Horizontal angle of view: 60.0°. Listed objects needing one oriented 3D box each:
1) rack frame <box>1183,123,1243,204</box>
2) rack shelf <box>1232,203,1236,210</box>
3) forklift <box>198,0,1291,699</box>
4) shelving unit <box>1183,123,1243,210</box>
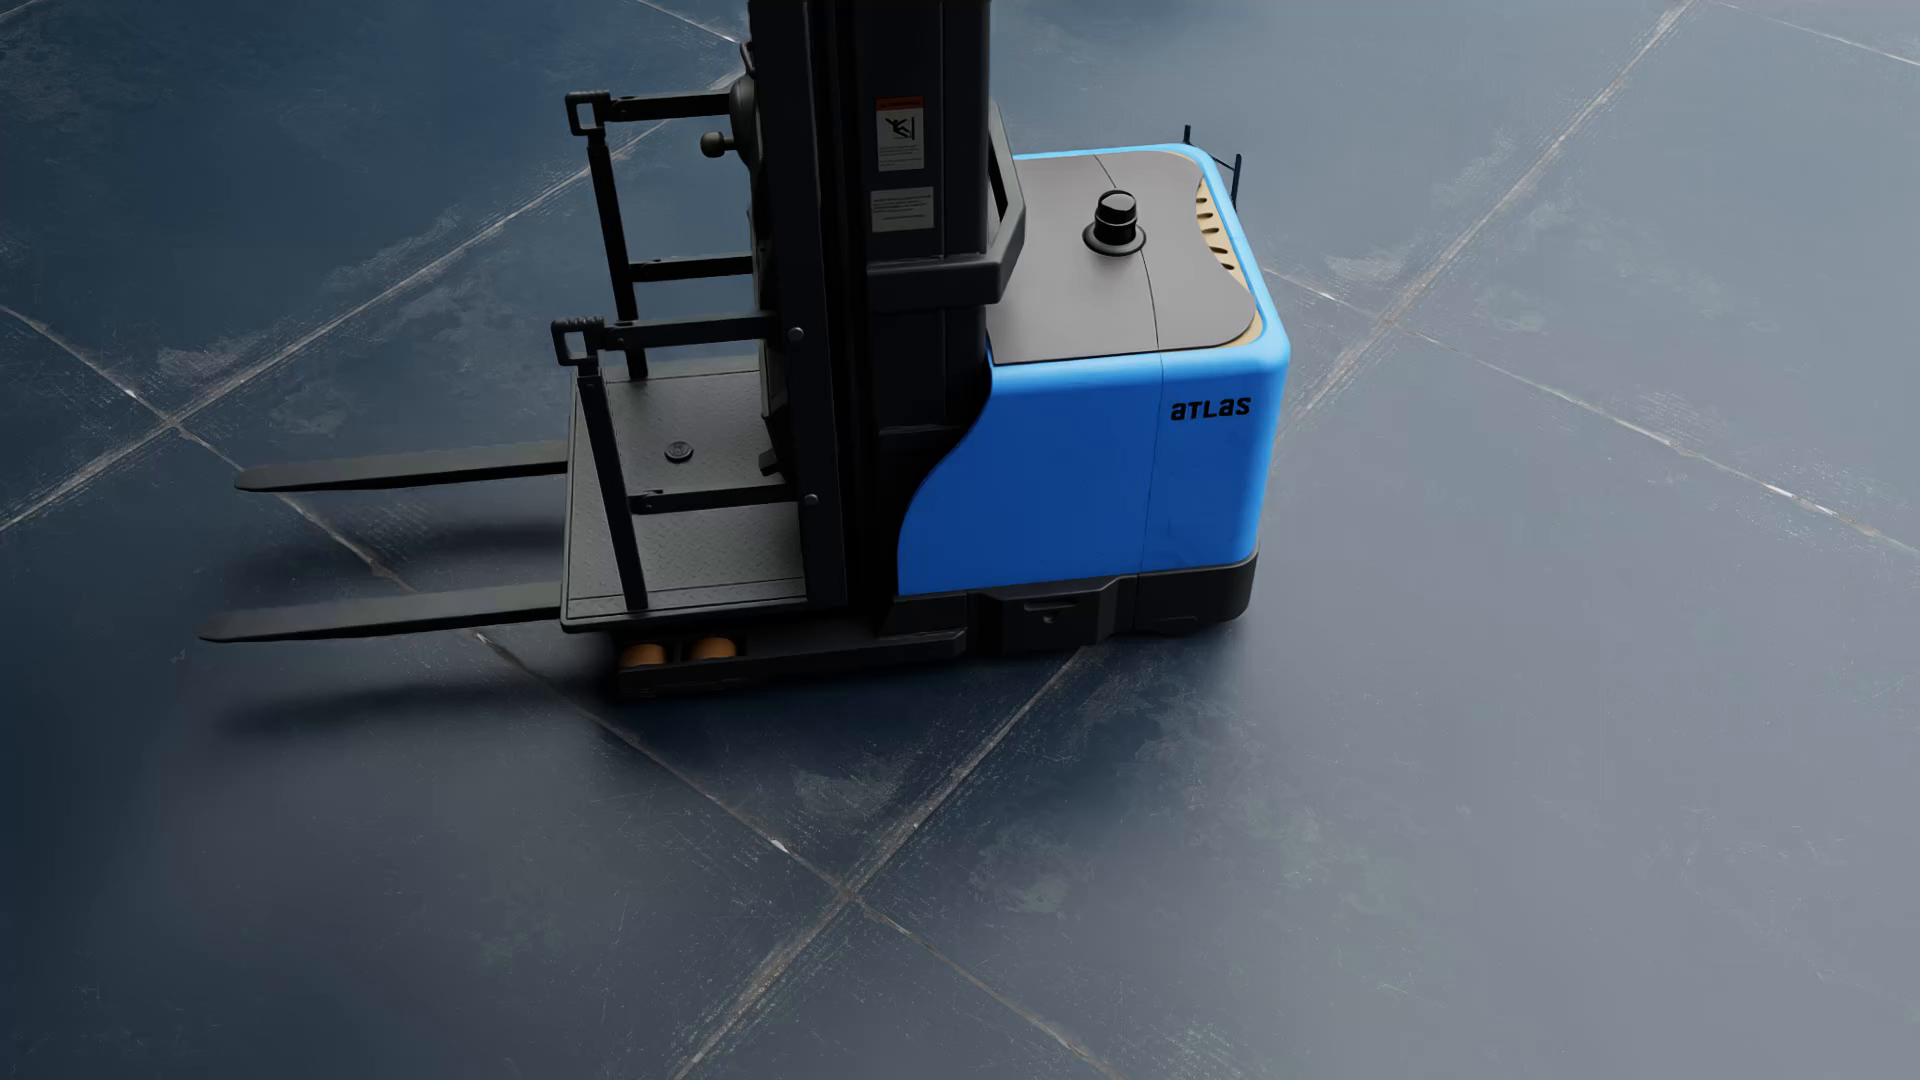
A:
[{"bbox_3d":[0.794,-0.941,5.527,0.006,0.900,0.240,-32,54,-27],"label":"rack frame"},{"bbox_3d":[0.717,-1.057,5.310,0.200,0.077,0.258,-32,54,-27],"label":"rack shelf"},{"bbox_3d":[-0.689,-0.964,4.144,3.031,2.935,1.130,-5,47,-5],"label":"forklift"},{"bbox_3d":[0.717,-0.893,5.481,0.210,0.900,0.258,-32,54,-27],"label":"shelving unit"}]
